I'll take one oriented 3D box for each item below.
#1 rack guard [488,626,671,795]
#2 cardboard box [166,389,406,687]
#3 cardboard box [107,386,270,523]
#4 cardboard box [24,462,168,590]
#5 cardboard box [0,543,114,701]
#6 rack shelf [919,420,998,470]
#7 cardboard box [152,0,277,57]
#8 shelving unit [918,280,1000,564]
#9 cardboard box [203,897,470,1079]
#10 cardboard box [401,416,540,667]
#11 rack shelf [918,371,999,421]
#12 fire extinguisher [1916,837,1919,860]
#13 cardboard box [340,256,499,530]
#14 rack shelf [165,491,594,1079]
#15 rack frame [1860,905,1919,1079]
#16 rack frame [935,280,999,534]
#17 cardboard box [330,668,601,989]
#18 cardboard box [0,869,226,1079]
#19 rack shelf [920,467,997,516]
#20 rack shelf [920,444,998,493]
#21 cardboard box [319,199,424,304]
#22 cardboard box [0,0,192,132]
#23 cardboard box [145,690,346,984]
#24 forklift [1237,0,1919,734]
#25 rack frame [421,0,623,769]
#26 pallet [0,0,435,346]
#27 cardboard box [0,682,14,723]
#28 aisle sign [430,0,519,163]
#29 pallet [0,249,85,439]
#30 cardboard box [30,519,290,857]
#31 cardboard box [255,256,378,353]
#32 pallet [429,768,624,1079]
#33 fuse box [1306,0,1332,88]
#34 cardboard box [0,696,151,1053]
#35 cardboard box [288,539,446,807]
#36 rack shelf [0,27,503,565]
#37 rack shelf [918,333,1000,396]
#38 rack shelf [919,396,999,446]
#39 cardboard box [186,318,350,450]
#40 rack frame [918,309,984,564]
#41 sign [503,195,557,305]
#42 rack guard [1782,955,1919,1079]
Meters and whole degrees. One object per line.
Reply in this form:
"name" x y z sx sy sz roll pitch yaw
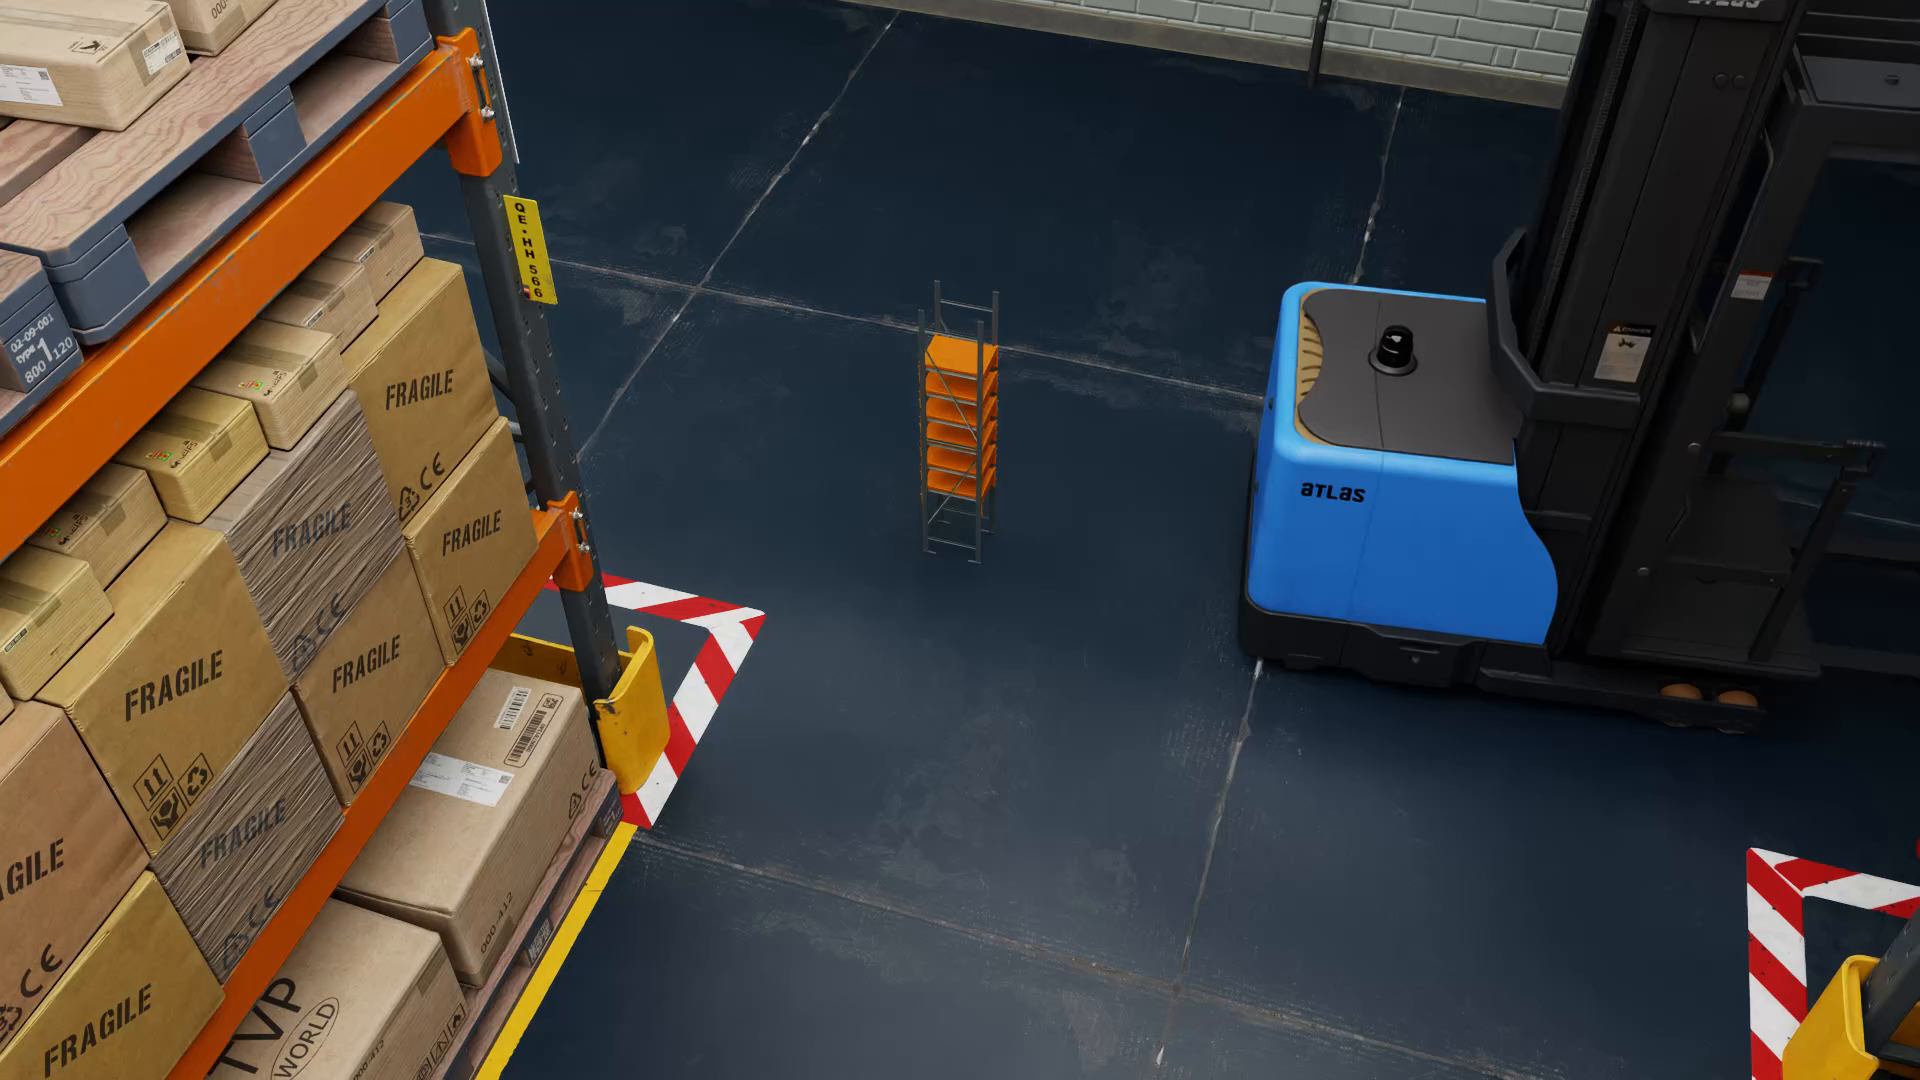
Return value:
"rack guard" -1.640 0.489 5.892 1.175 0.500 0.348 13 46 13
"cardboard box" -1.697 -0.055 3.875 0.500 0.500 0.500 13 46 13
"cardboard box" -1.733 -0.208 3.568 0.380 0.149 0.250 14 46 13
"cardboard box" -1.880 -0.049 3.405 0.380 0.149 0.250 12 46 12
"cardboard box" -1.900 0.131 3.221 0.380 0.149 0.250 14 46 13
"rack shelf" -0.004 -0.387 6.352 0.258 0.103 0.180 13 46 12
"cardboard box" -1.698 -1.273 3.497 0.500 0.250 0.500 9 45 9
"shelving unit" -0.004 -0.419 6.320 0.258 1.200 0.189 13 46 12
"cardboard box" -2.021 1.451 4.655 0.875 0.438 0.875 14 46 14
"cardboard box" -1.542 -0.046 4.581 0.500 0.500 0.500 13 46 13
"rack shelf" -0.004 -0.559 6.184 0.258 0.103 0.180 13 46 12
"fire extinguisher" 2.688 0.626 4.288 0.296 0.674 0.183 13 46 13
"cardboard box" -1.567 -0.409 4.237 0.500 0.500 0.500 14 46 14
"rack shelf" -2.253 1.202 3.891 1.077 0.370 4.000 13 46 13
"rack frame" 3.084 0.661 3.930 1.000 3.000 0.127 13 46 13
"rack frame" 0.023 -0.480 6.383 0.240 1.200 0.006 13 46 12
"cardboard box" -1.752 0.839 5.280 0.875 0.438 0.875 11 45 11
"cardboard box" -1.998 0.977 3.535 0.500 0.500 0.500 14 46 14
"rack shelf" -0.004 -0.216 6.519 0.258 0.103 0.180 13 46 12
"rack shelf" -0.004 -0.302 6.436 0.258 0.103 0.180 13 46 12
"cardboard box" -1.566 -0.731 4.102 0.380 0.149 0.250 13 46 13
"cardboard box" -1.749 -0.941 3.230 0.380 0.149 0.250 9 45 9
"cardboard box" -1.854 0.630 3.890 0.500 0.500 0.500 14 46 14
"forklift" 2.610 -0.748 5.419 3.031 2.935 1.130 7 45 7
"rack frame" -1.648 -0.388 5.002 1.000 3.000 0.127 13 46 13
"pallet" -1.862 -0.932 3.476 1.003 0.211 1.213 13 46 13
"cardboard box" -1.997 0.302 3.047 0.380 0.149 0.250 14 46 14
"aisle sign" -1.330 -1.299 4.074 0.394 0.787 0.004 13 46 13
"pallet" -2.230 -0.116 2.642 1.003 0.211 1.213 13 46 13
"cardboard box" -1.850 0.274 3.539 0.500 0.500 0.500 12 46 12
"cardboard box" -1.620 -0.557 3.924 0.380 0.149 0.250 13 46 13
"pallet" -1.815 1.158 5.415 1.003 0.211 1.213 13 46 13
"fuse box" 1.995 -3.149 8.744 0.539 1.711 0.414 13 46 13
"cardboard box" -2.004 0.609 3.196 0.500 0.500 0.500 12 46 12
"cardboard box" -1.708 0.285 4.242 0.500 0.500 0.500 12 46 12
"rack shelf" -2.253 0.130 2.842 1.077 0.370 4.000 13 46 13
"rack shelf" -0.004 -0.645 6.100 0.258 0.103 0.180 13 46 12
"rack shelf" -0.004 -0.473 6.268 0.258 0.103 0.180 13 46 12
"cardboard box" -1.617 -0.367 3.730 0.380 0.149 0.250 12 46 12
"rack frame" -0.032 -0.358 6.258 0.240 1.200 0.006 13 46 12
"sign" -1.135 -0.762 4.387 0.100 0.325 0.005 13 46 13
"rack guard" 3.061 1.605 4.752 1.175 0.500 0.348 13 46 13
